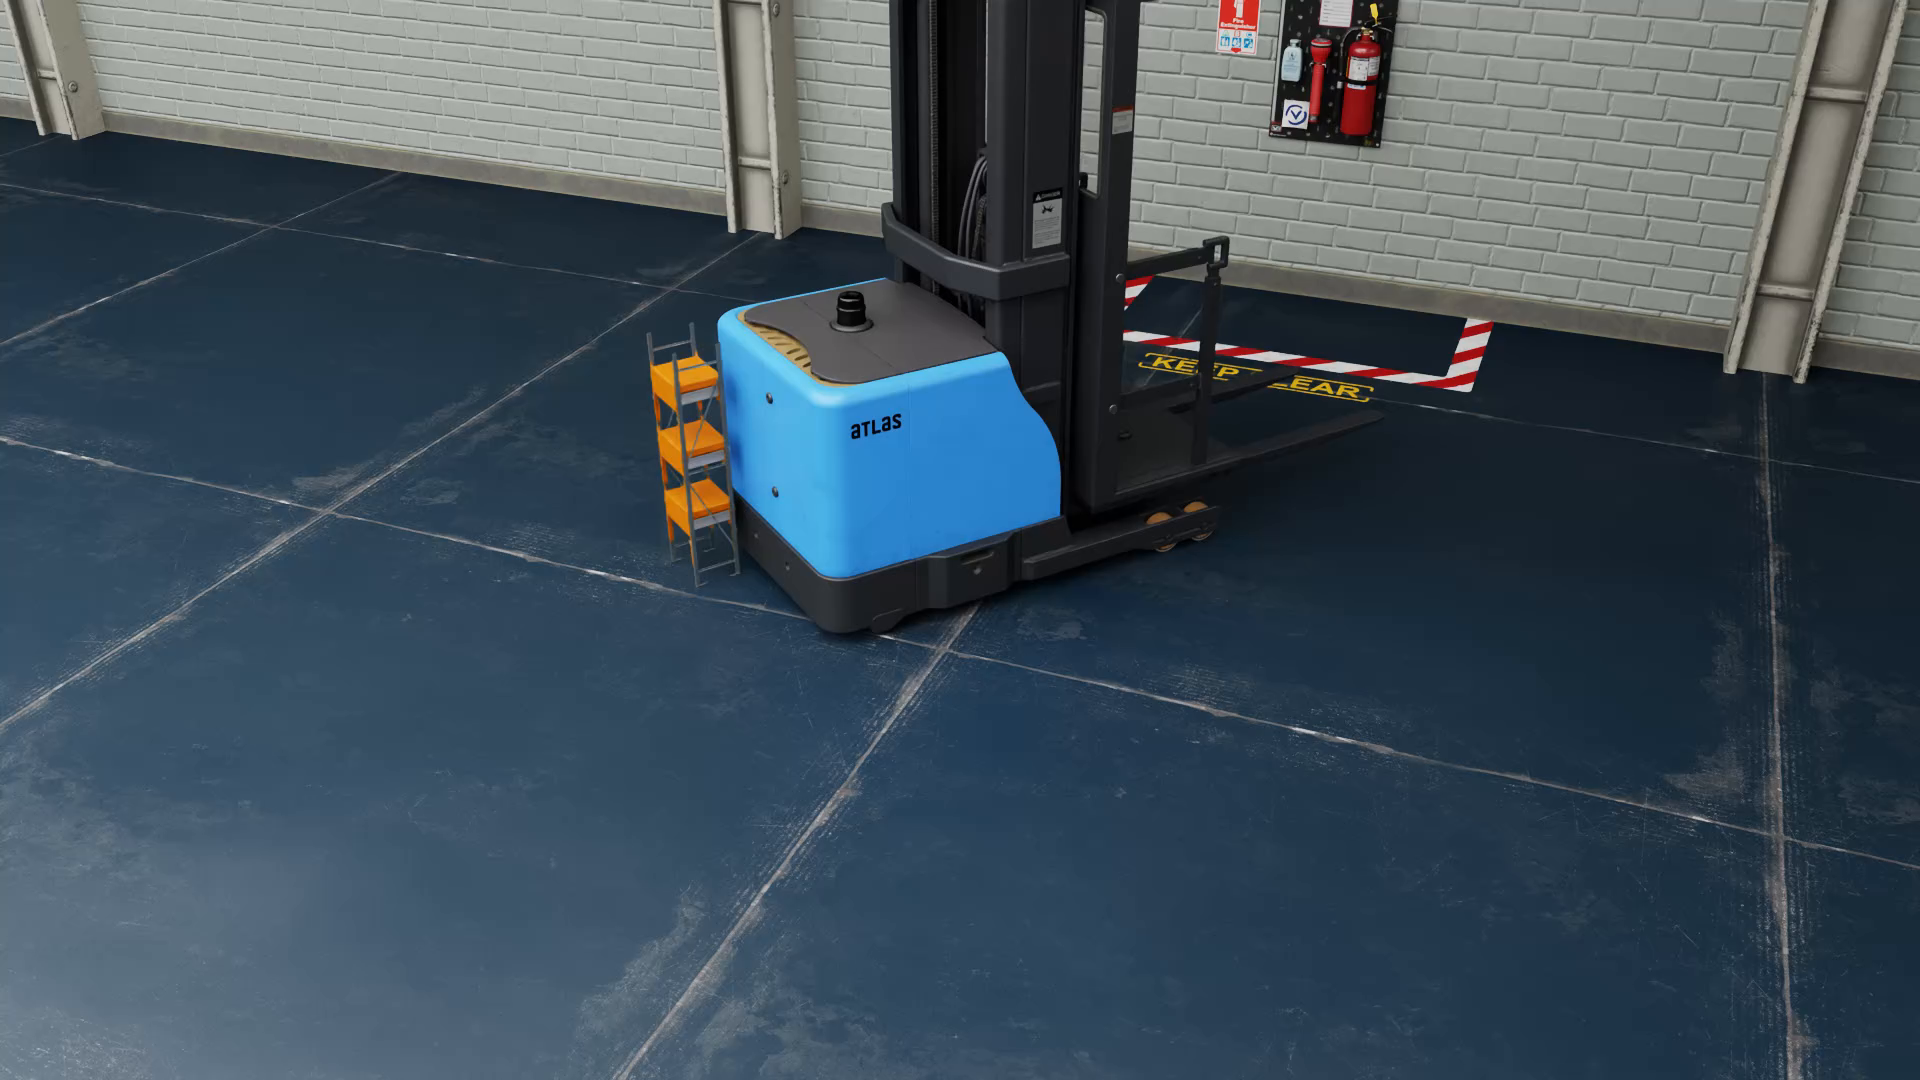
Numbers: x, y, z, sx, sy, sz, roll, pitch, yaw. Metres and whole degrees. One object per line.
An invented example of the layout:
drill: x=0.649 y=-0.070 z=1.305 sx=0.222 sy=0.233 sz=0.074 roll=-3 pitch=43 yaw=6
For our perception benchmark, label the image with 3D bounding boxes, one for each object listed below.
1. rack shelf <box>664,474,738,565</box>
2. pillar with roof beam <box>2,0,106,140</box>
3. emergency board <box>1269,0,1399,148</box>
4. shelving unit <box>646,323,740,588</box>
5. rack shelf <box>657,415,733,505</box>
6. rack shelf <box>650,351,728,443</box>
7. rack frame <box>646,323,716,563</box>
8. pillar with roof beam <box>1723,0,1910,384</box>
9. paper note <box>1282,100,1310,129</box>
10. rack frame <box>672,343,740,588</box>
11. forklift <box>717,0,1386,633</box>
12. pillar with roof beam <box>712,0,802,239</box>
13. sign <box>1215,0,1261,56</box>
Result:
rack shelf: x=-1.077 y=-0.086 z=6.917 sx=0.215 sy=0.259 sz=0.240 roll=-18 pitch=34 yaw=-27
pillar with roof beam: x=-8.443 y=-5.098 z=7.125 sx=0.400 sy=9.000 sz=9.100 roll=11 pitch=31 yaw=19
emergency board: x=2.019 y=-2.704 z=8.985 sx=0.643 sy=1.169 sz=0.194 roll=11 pitch=31 yaw=19
shelving unit: x=-1.080 y=-0.335 z=6.772 sx=0.215 sy=1.050 sz=0.252 roll=-18 pitch=34 yaw=-27
rack shelf: x=-1.080 y=-0.326 z=6.777 sx=0.215 sy=0.259 sz=0.240 roll=-18 pitch=34 yaw=-27
rack shelf: x=-1.082 y=-0.572 z=6.635 sx=0.215 sy=0.259 sz=0.240 roll=-18 pitch=34 yaw=-27
rack frame: x=-1.145 y=-0.387 z=6.862 sx=0.200 sy=1.050 sz=0.008 roll=-18 pitch=34 yaw=-27
pillar with roof beam: x=2.676 y=-2.878 z=3.197 sx=0.400 sy=9.000 sz=9.100 roll=11 pitch=31 yaw=19
paper note: x=1.881 y=-2.385 z=9.316 sx=0.142 sy=0.148 sz=0.016 roll=11 pitch=31 yaw=19
rack frame: x=-1.015 y=-0.284 z=6.682 sx=0.200 sy=1.050 sz=0.008 roll=-18 pitch=34 yaw=-27
forklift: x=0.539 y=-1.432 z=6.806 sx=3.031 sy=2.935 sz=1.130 roll=-16 pitch=33 yaw=-26
pillar with roof beam: x=-2.884 y=-3.988 z=5.161 sx=0.400 sy=9.000 sz=9.100 roll=11 pitch=31 yaw=19
sign: x=1.545 y=-2.869 z=9.241 sx=0.234 sy=0.329 sz=0.001 roll=11 pitch=31 yaw=19
